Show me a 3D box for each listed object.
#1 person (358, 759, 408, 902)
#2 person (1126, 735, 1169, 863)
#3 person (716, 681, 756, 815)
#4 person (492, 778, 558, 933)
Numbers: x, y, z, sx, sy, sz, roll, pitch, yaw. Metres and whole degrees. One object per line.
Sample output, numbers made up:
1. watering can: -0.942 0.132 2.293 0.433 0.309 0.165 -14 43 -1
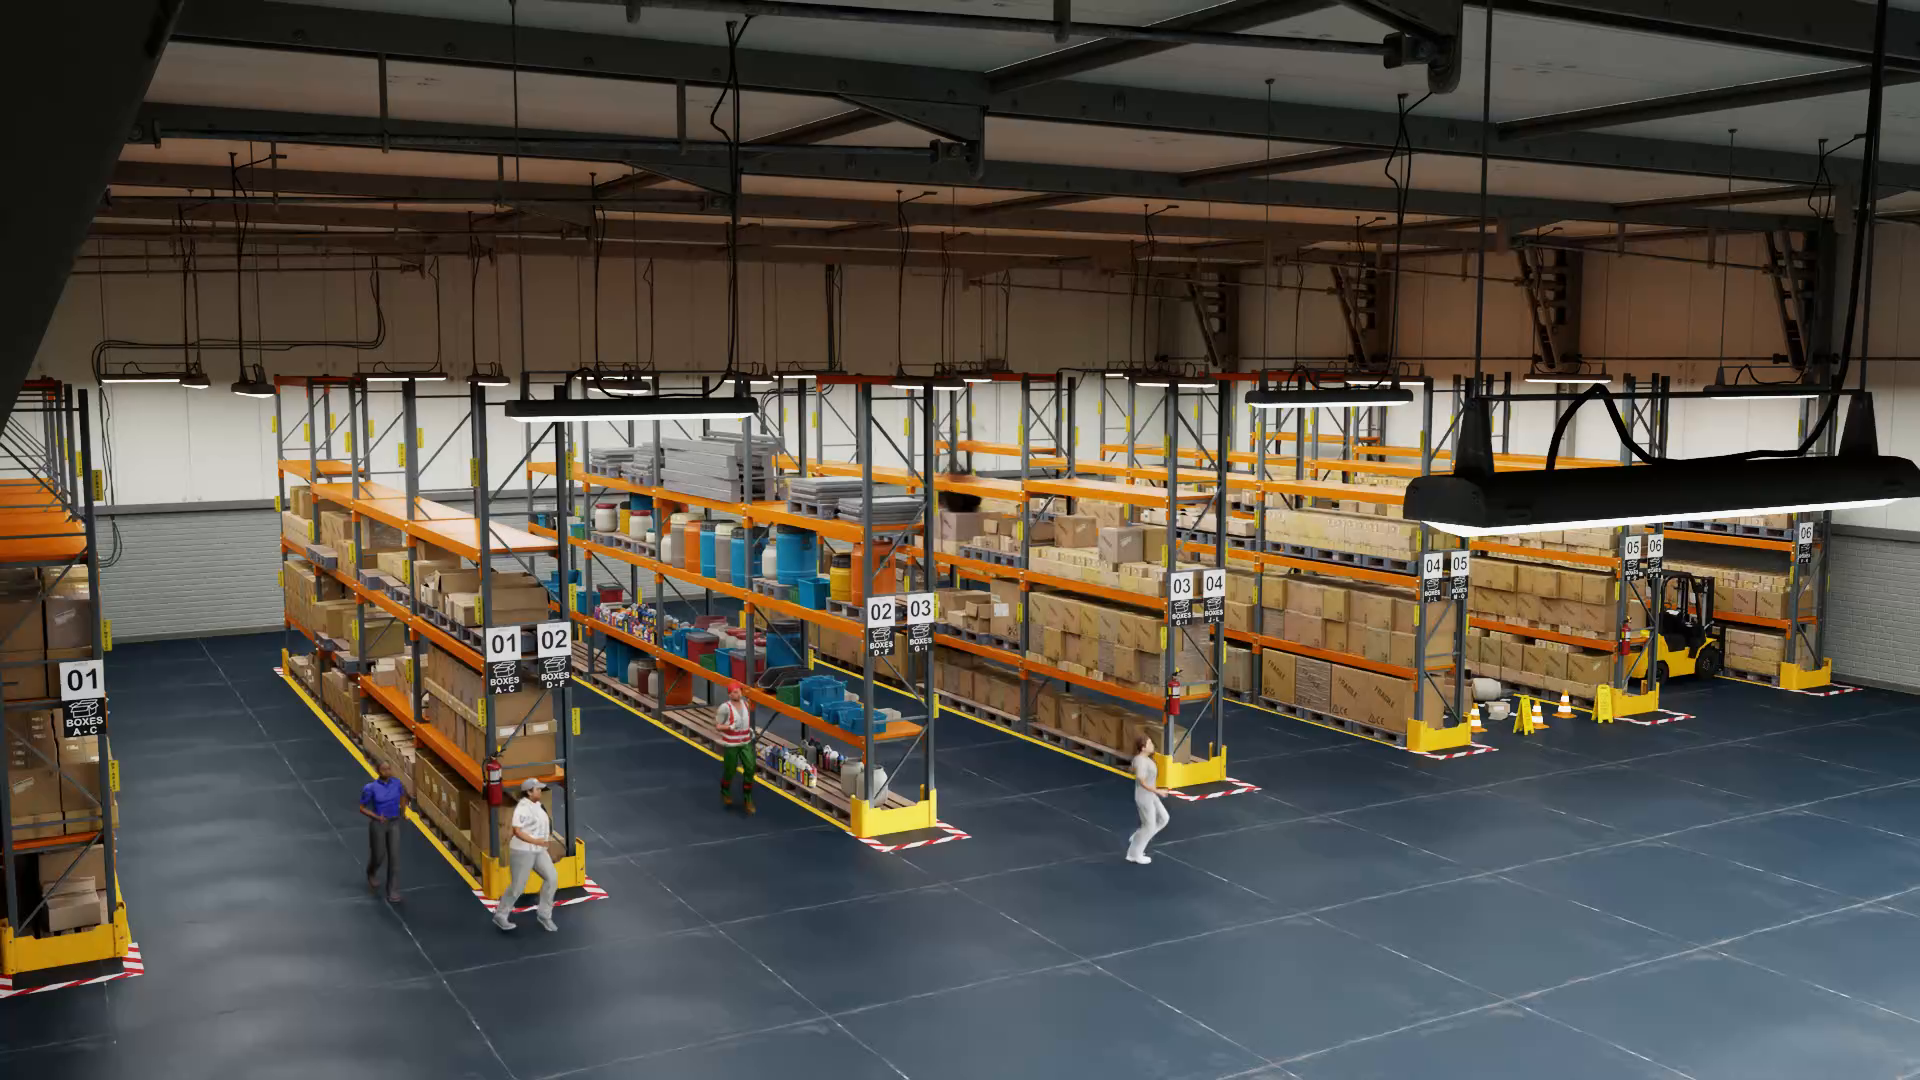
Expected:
1. person: -6.762 3.374 19.554 0.604 1.638 0.765 -5 8 -38
2. person: 2.361 3.241 20.884 0.528 1.628 0.577 1 6 7
3. person: -3.127 2.885 23.258 0.632 1.832 0.765 -4 7 -33
4. person: -4.781 3.493 18.512 0.704 1.695 0.674 1 6 12
